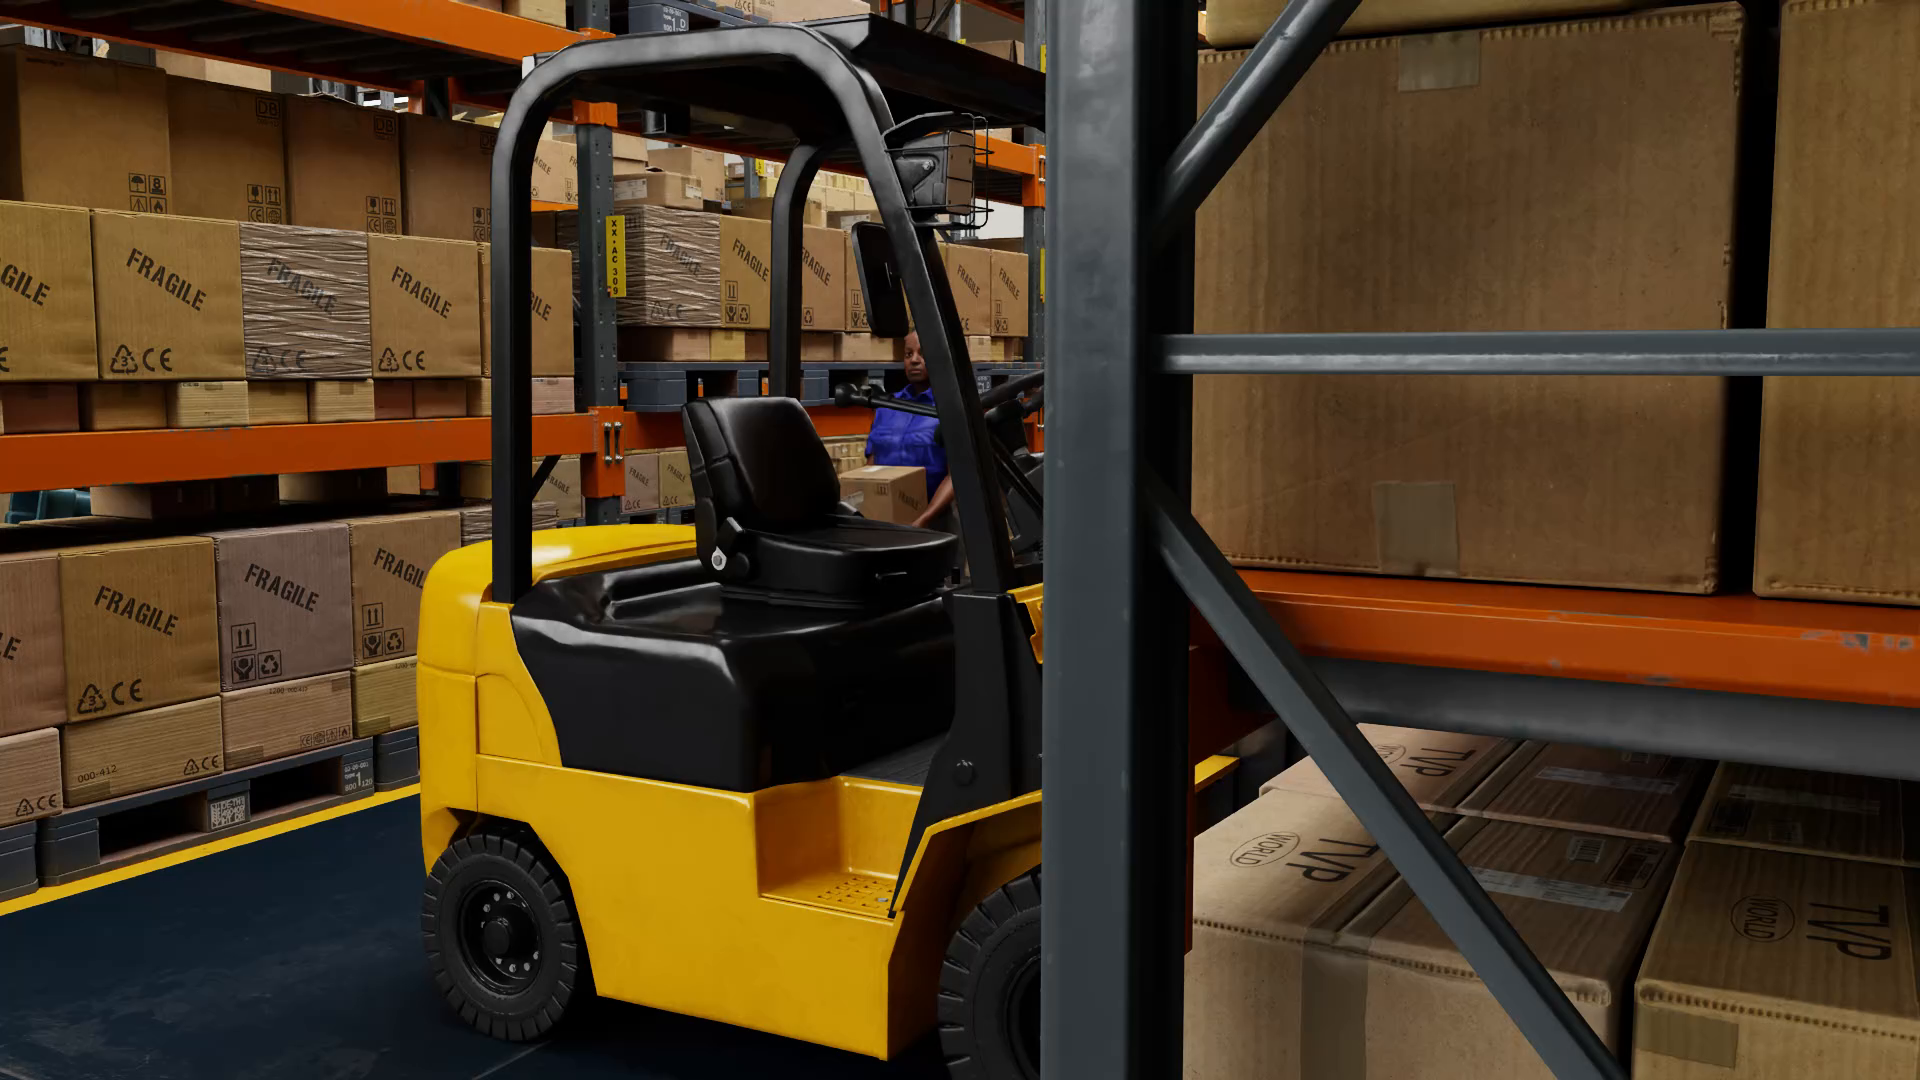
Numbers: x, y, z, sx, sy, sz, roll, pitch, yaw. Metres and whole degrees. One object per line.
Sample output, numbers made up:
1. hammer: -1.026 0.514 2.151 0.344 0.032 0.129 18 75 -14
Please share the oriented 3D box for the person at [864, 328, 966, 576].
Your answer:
1. person: -0.199 0.029 6.166 0.449 1.655 0.500 3 7 29
